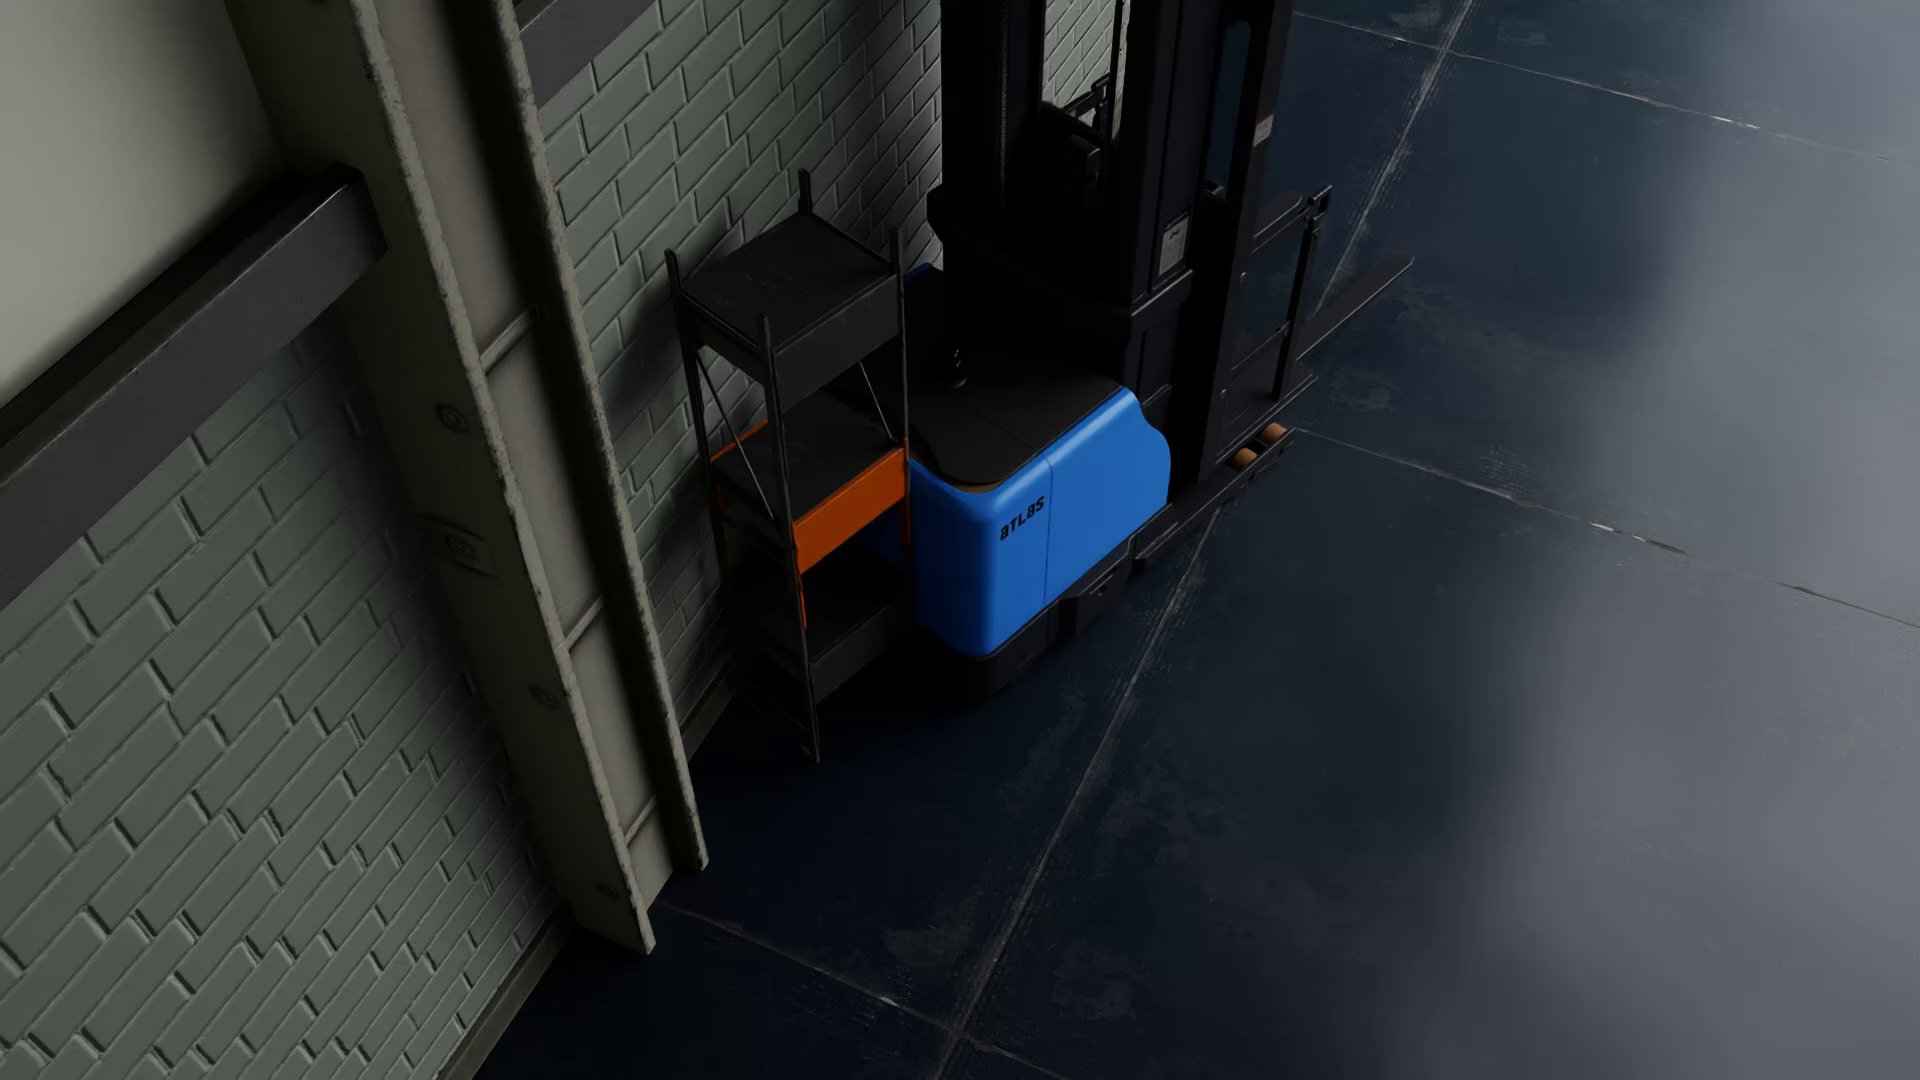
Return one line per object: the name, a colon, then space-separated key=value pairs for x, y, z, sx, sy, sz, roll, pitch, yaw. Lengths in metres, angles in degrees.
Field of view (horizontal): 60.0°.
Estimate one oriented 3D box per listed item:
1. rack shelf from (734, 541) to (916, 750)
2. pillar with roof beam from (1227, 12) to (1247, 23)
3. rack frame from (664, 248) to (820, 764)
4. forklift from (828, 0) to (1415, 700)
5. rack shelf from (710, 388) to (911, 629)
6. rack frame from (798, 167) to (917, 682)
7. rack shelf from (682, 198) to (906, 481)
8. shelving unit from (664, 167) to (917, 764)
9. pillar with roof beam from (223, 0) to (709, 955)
rack shelf: x=-0.477 y=0.332 z=5.841 sx=0.431 sy=0.518 sz=0.480 roll=36 pitch=58 yaw=27
pillar with roof beam: x=5.384 y=-4.479 z=4.468 sx=9.100 sy=9.000 sz=0.400 roll=20 pitch=52 yaw=16
rack frame: x=-0.646 y=0.004 z=5.183 sx=0.400 sy=2.100 sz=0.015 roll=36 pitch=58 yaw=27
forklift: x=0.722 y=-1.403 z=5.834 sx=1.130 sy=2.935 sz=3.031 roll=36 pitch=58 yaw=27
rack shelf: x=-0.477 y=-0.122 z=5.308 sx=0.431 sy=0.518 sz=0.480 roll=36 pitch=58 yaw=27
rack frame: x=-0.309 y=-0.265 z=5.412 sx=0.400 sy=2.100 sz=0.015 roll=36 pitch=58 yaw=27
rack shelf: x=-0.477 y=-0.576 z=4.775 sx=0.431 sy=0.518 sz=0.480 roll=36 pitch=58 yaw=27
shelving unit: x=-0.477 y=-0.131 z=5.298 sx=0.431 sy=2.100 sz=0.503 roll=36 pitch=58 yaw=27
pillar with roof beam: x=2.821 y=-0.347 z=0.952 sx=9.100 sy=9.000 sz=0.400 roll=20 pitch=52 yaw=16
